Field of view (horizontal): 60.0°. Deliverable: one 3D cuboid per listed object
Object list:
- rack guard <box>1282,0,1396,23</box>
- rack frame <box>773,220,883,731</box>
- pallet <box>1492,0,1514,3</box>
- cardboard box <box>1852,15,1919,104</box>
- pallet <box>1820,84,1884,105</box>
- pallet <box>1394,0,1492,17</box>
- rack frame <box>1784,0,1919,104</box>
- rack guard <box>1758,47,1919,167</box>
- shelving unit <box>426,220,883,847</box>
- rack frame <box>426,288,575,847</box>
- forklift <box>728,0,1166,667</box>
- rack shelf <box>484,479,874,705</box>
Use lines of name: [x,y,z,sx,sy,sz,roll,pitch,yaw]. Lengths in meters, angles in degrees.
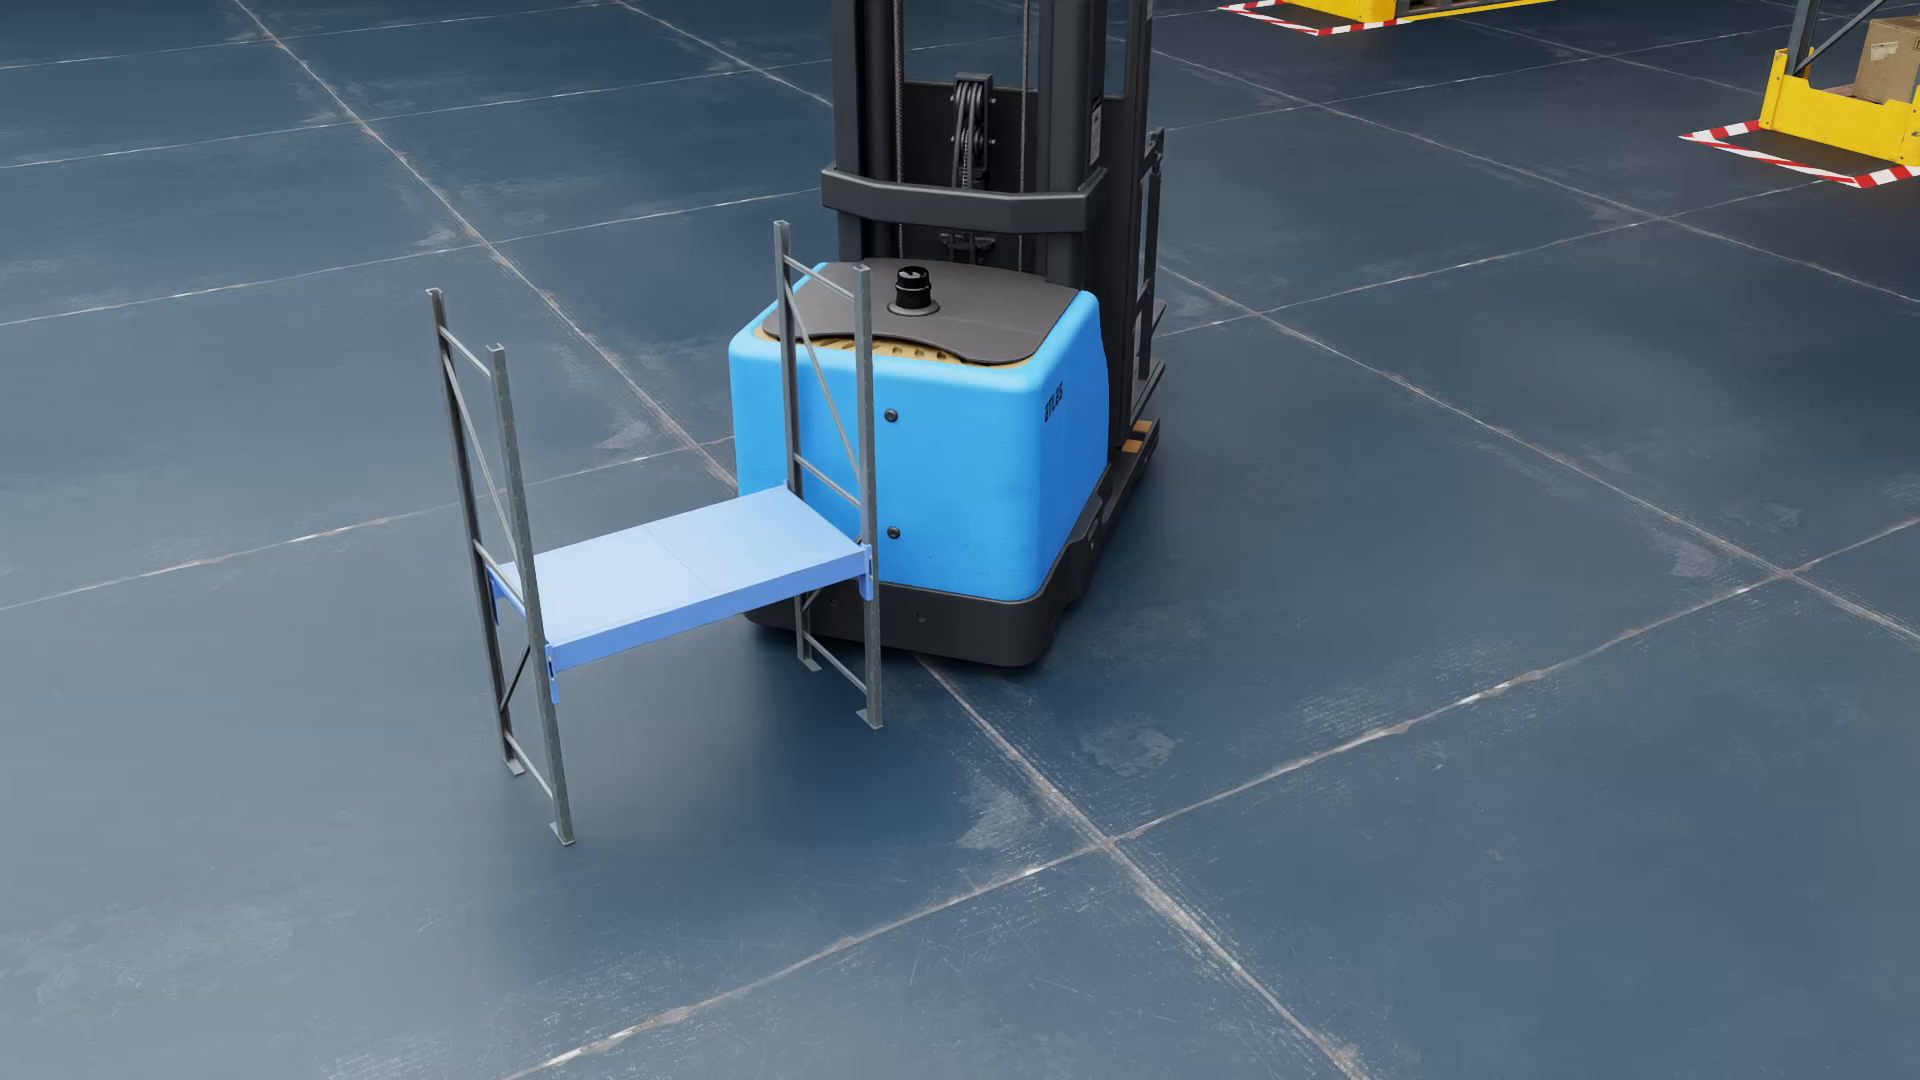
rack guard: [3.354,-4.940,14.685,0.348,0.500,1.175,-16,33,-26]
rack frame: [-0.391,-0.168,5.002,0.032,1.500,0.500,-18,33,-29]
pallet: [5.107,-5.307,15.648,1.213,0.211,1.003,-16,33,-26]
cardboard box: [6.368,-3.169,11.040,0.500,0.500,0.500,-10,30,-17]
pallet: [6.605,-2.915,11.314,1.213,0.211,1.003,-16,33,-26]
pallet: [4.057,-5.011,15.111,1.213,0.211,1.003,-16,33,-26]
rack frame: [5.821,-3.933,10.273,0.127,3.000,1.000,-16,33,-26]
rack guard: [5.887,-2.857,10.910,0.348,0.500,1.175,-16,33,-26]
shelving unit: [-0.815,-0.032,4.757,1.048,1.500,0.538,-18,33,-29]
rack frame: [-1.239,0.103,4.511,0.032,1.500,0.500,-18,33,-29]
forklift: [0.188,-1.571,6.064,1.130,2.935,3.031,9,30,15]
rack shelf: [-0.815,0.125,4.844,1.000,0.185,0.538,-18,33,-29]
